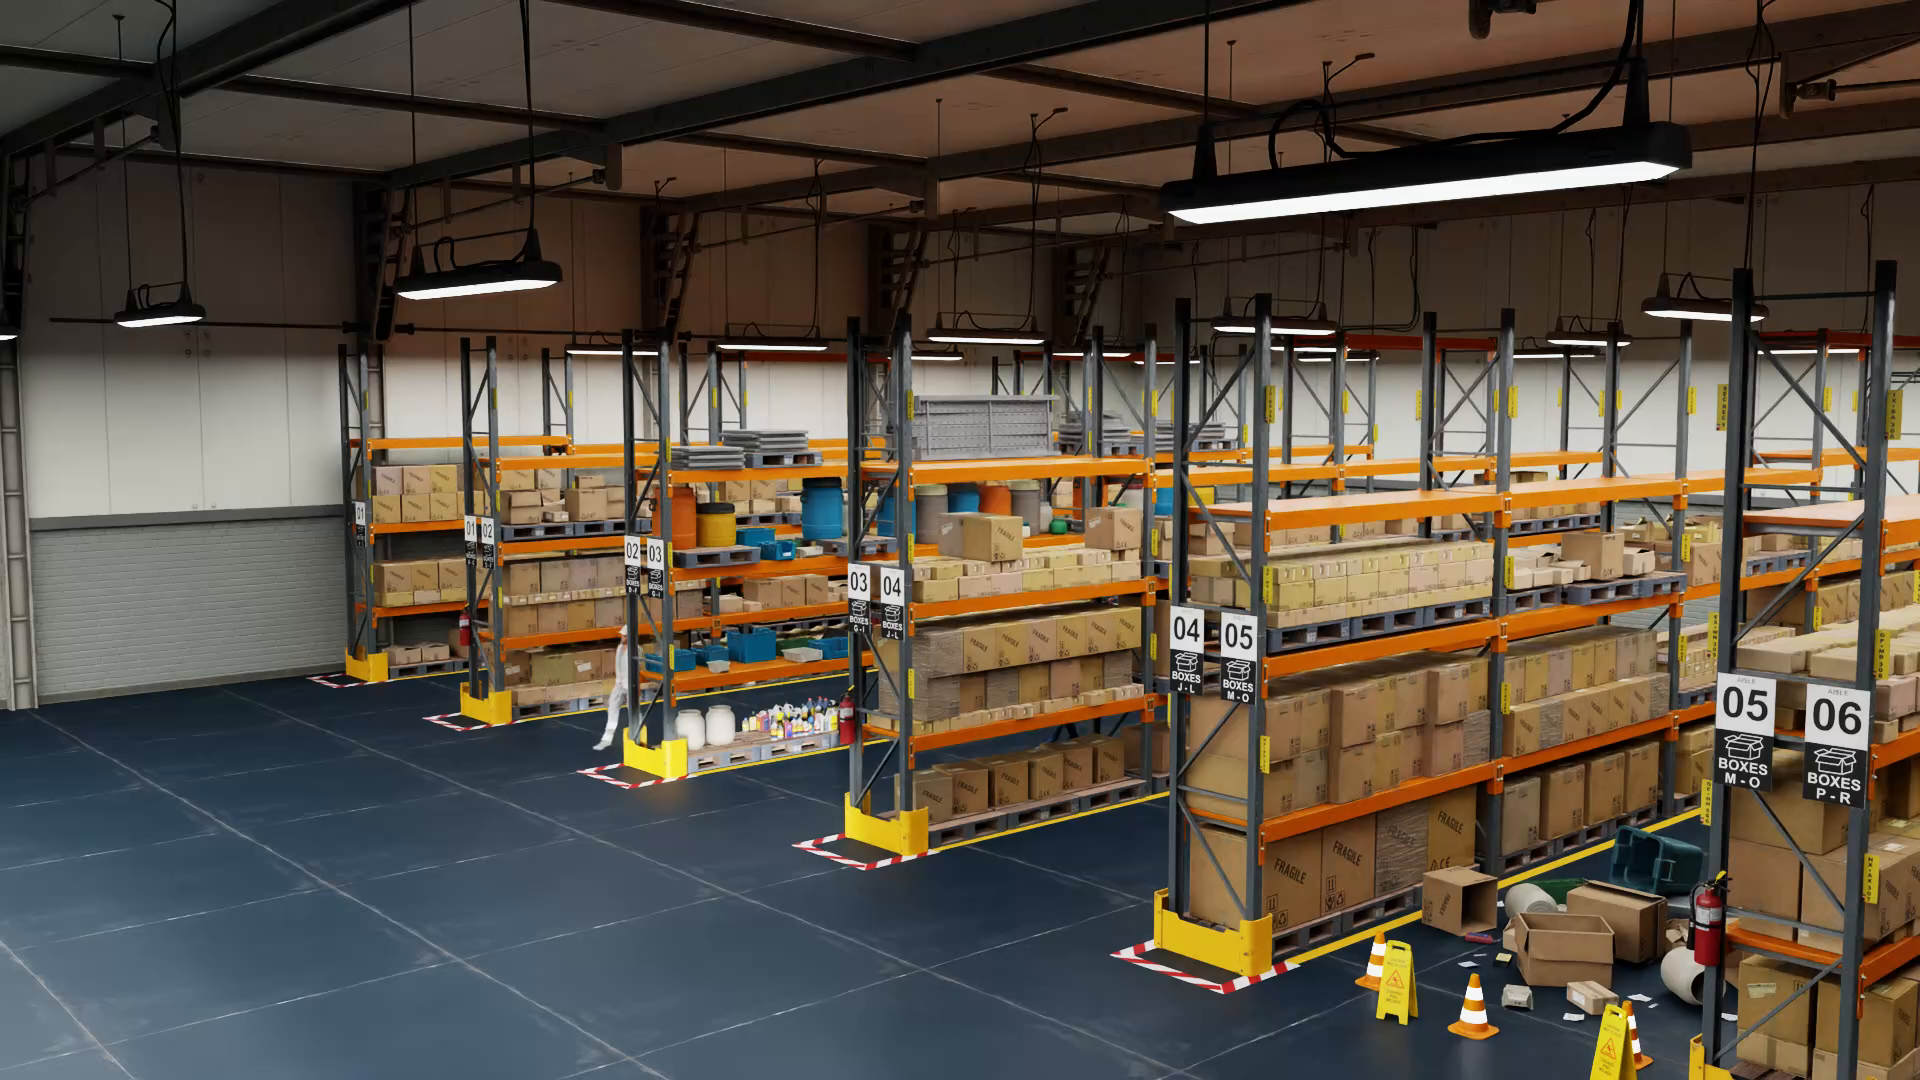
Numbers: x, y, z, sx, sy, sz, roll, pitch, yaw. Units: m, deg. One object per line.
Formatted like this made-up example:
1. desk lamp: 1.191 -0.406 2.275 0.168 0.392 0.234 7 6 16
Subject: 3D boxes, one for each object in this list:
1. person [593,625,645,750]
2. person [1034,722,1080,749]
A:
1. person: -4.877 2.118 24.045 0.561 1.782 0.745 3 6 33
2. person: 1.371 2.270 23.587 1.002 1.538 0.448 -4 6 -35
